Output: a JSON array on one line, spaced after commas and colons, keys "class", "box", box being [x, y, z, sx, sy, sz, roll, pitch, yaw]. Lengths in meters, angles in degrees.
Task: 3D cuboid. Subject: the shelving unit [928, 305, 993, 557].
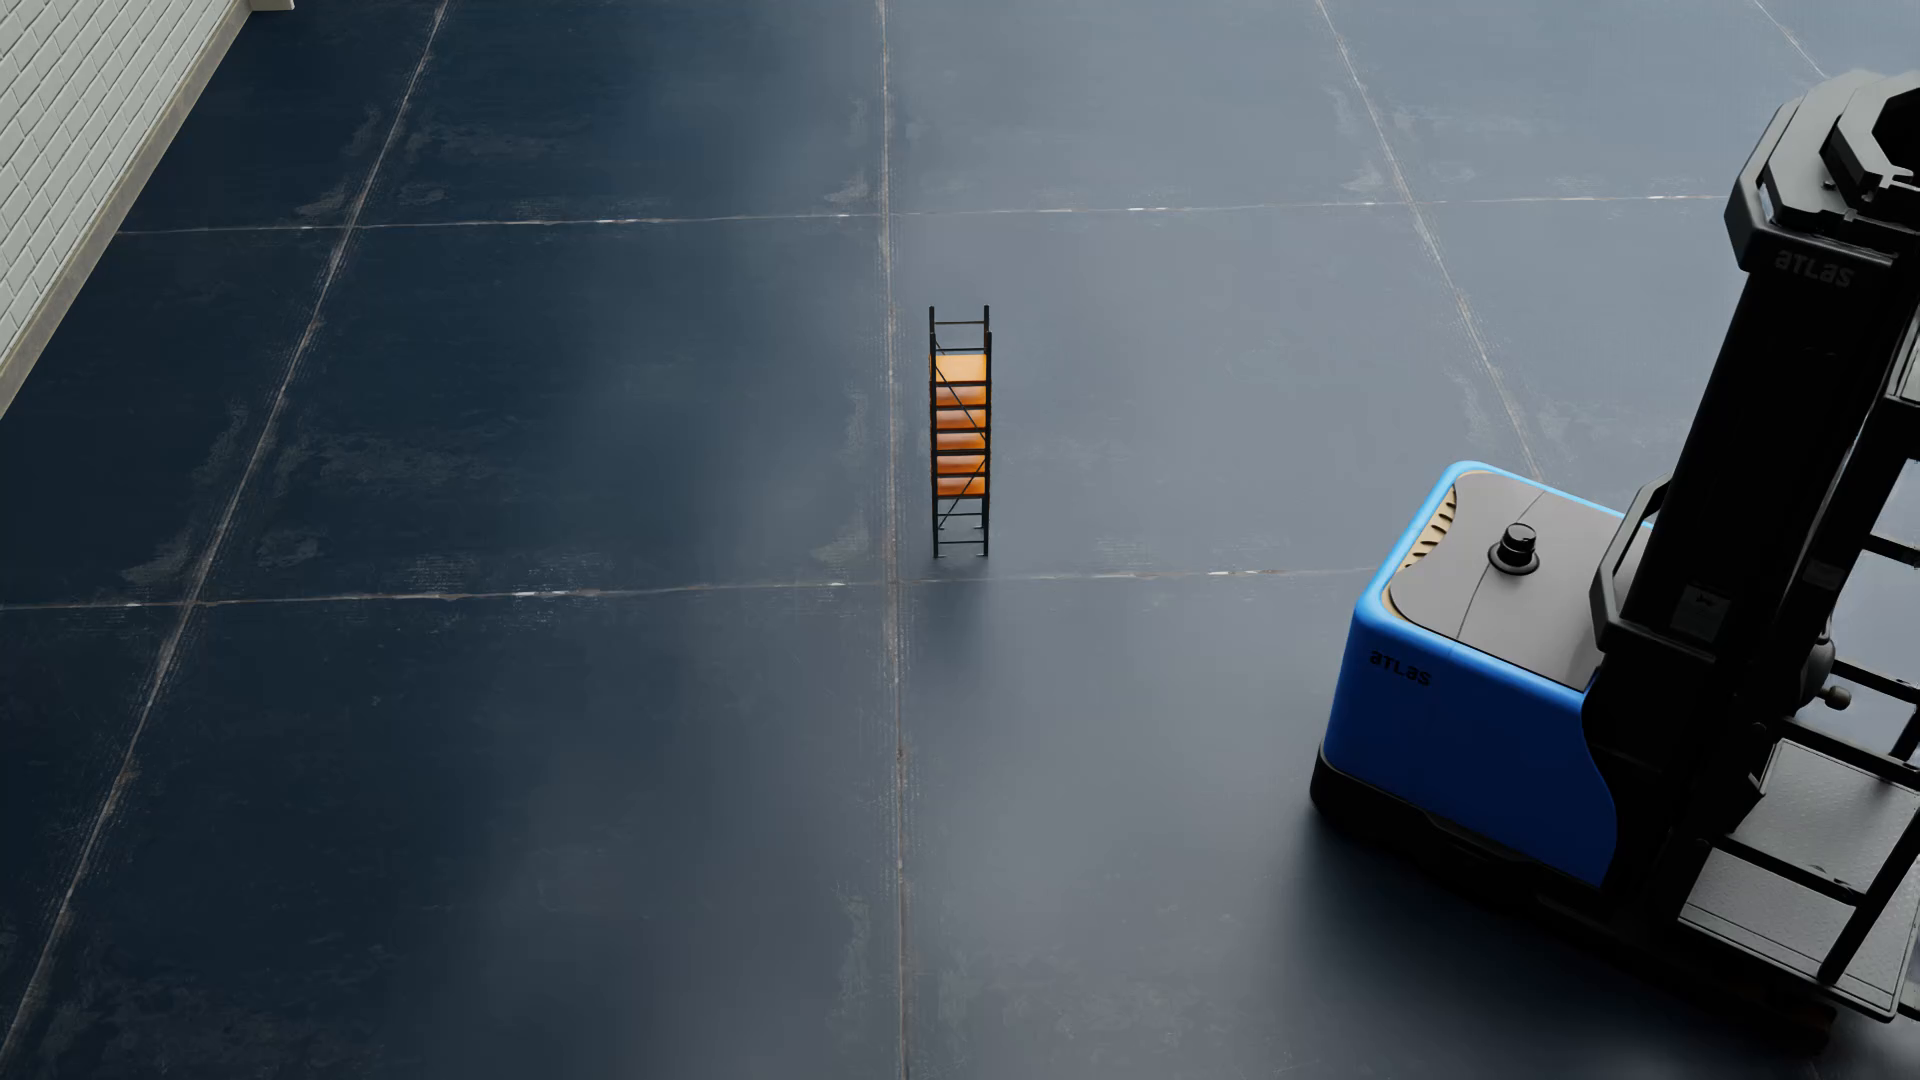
[{"class": "shelving unit", "box": [0.001, -0.433, 6.984, 0.258, 1.200, 0.189, -2, 43, -2]}]

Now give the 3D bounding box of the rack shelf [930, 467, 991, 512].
[{"class": "rack shelf", "box": [0.001, -0.223, 7.176, 0.258, 0.103, 0.180, -2, 43, -2]}]

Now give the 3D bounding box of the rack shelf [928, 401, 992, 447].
[{"class": "rack shelf", "box": [0.001, -0.488, 6.933, 0.258, 0.103, 0.180, -2, 43, -2]}]

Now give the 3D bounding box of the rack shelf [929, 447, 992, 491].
[{"class": "rack shelf", "box": [0.001, -0.311, 7.095, 0.258, 0.103, 0.180, -2, 43, -2]}]

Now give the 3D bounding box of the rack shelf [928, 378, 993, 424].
[{"class": "rack shelf", "box": [0.001, -0.577, 6.851, 0.258, 0.103, 0.180, -2, 43, -2]}]

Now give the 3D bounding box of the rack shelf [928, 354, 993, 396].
[{"class": "rack shelf", "box": [0.001, -0.665, 6.770, 0.258, 0.103, 0.180, -2, 43, -2]}]

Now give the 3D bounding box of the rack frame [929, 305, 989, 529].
[{"class": "rack frame", "box": [-0.003, -0.494, 7.051, 0.240, 1.200, 0.006, -2, 43, -2]}]

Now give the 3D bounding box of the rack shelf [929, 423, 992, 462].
[{"class": "rack shelf", "box": [0.001, -0.400, 7.014, 0.258, 0.103, 0.180, -2, 43, -2]}]

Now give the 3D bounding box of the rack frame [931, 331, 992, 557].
[{"class": "rack frame", "box": [0.005, -0.371, 6.916, 0.240, 1.200, 0.006, -2, 43, -2]}]

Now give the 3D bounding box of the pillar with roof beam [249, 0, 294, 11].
[{"class": "pillar with roof beam", "box": [-0.416, -7.188, 8.582, 9.100, 9.000, 0.400, -2, 43, -2]}]

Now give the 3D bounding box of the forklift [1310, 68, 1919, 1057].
[{"class": "forklift", "box": [2.831, 0.209, 5.003, 3.031, 2.935, 1.130, 24, 48, 24]}]
